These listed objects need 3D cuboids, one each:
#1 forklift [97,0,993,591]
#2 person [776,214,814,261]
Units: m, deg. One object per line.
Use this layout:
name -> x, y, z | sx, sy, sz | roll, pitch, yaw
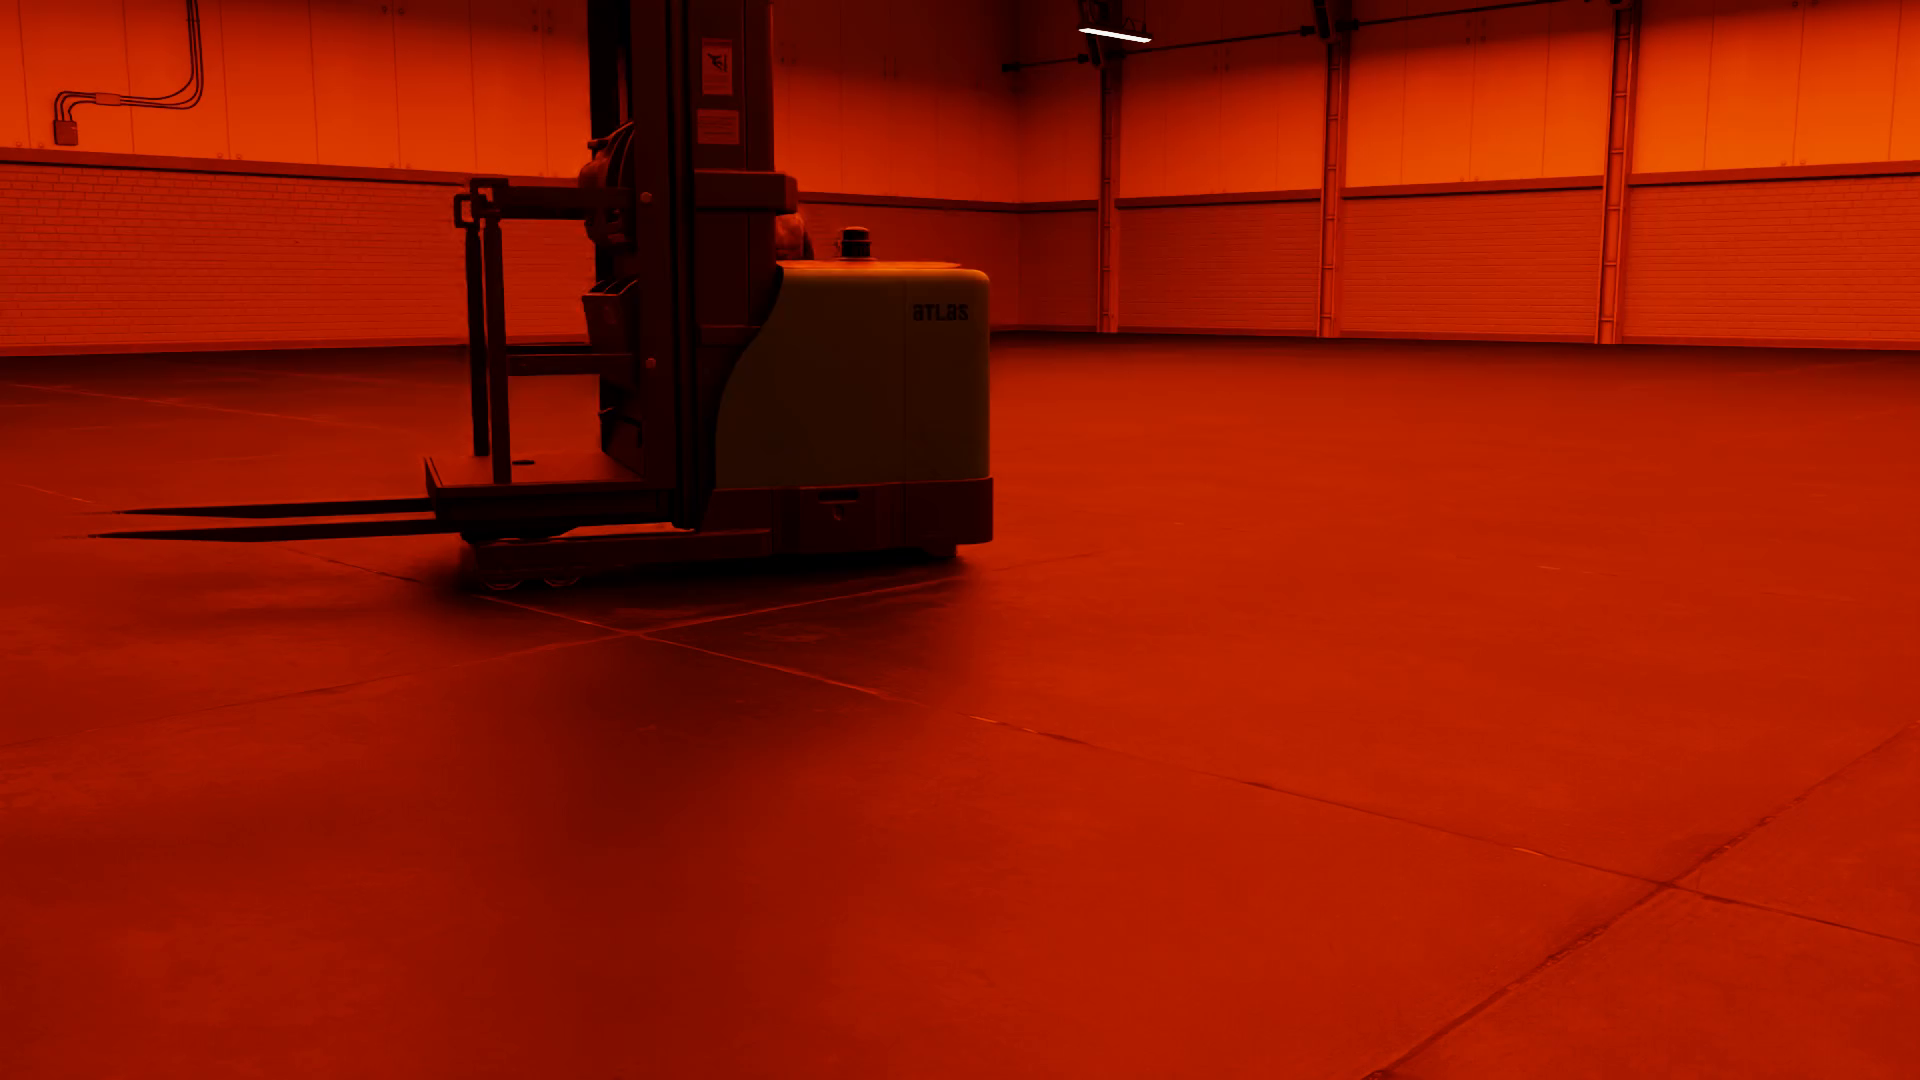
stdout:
forklift -> -1.449, -1.367, 5.950 | 3.031, 2.935, 1.130 | -3, 9, -19
person -> -0.972, -0.836, 7.013 | 0.910, 1.496, 0.820 | 4, 10, 26
